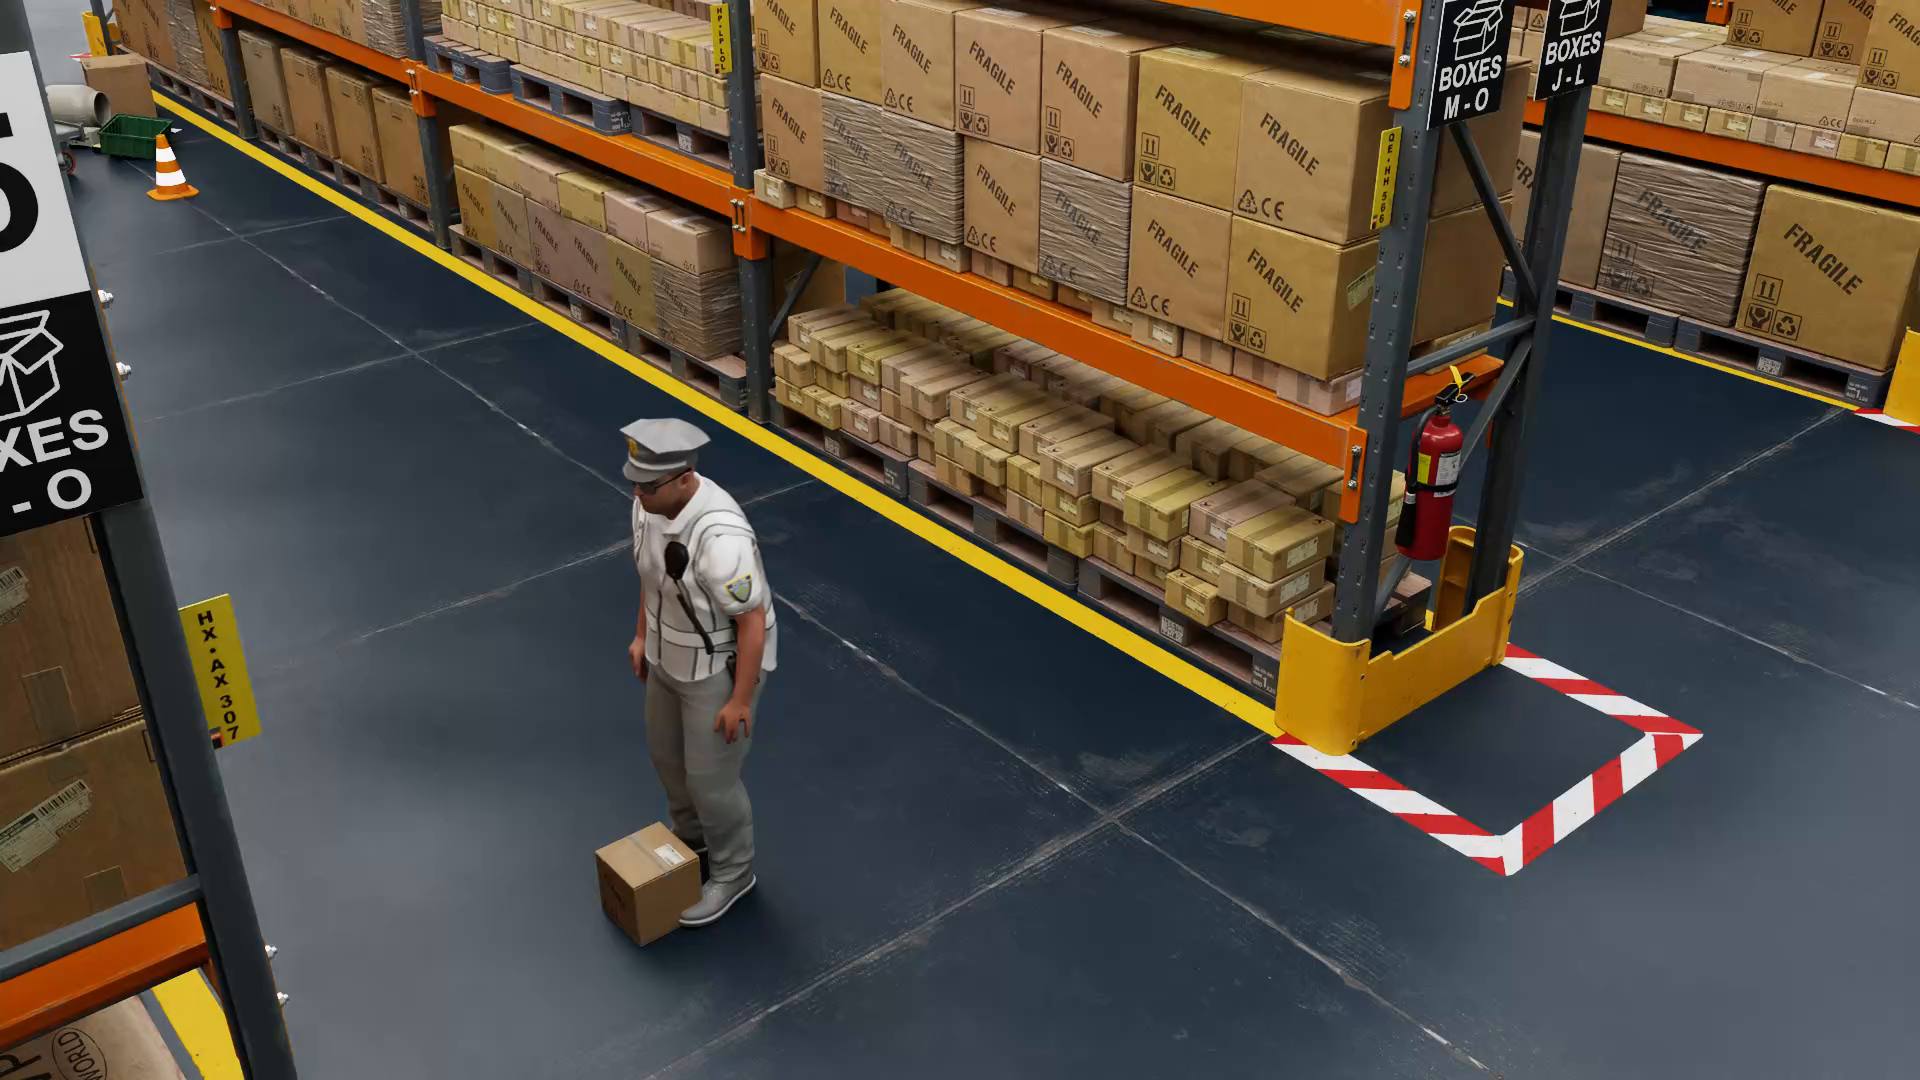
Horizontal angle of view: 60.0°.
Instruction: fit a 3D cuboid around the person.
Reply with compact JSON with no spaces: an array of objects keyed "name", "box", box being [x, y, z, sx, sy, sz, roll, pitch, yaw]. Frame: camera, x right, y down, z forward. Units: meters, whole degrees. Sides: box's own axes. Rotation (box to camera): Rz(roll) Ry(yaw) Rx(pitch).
[{"name":"person","box":[-0.843,0.407,5.350,0.468,1.746,0.596,-23,36,-36]}]
